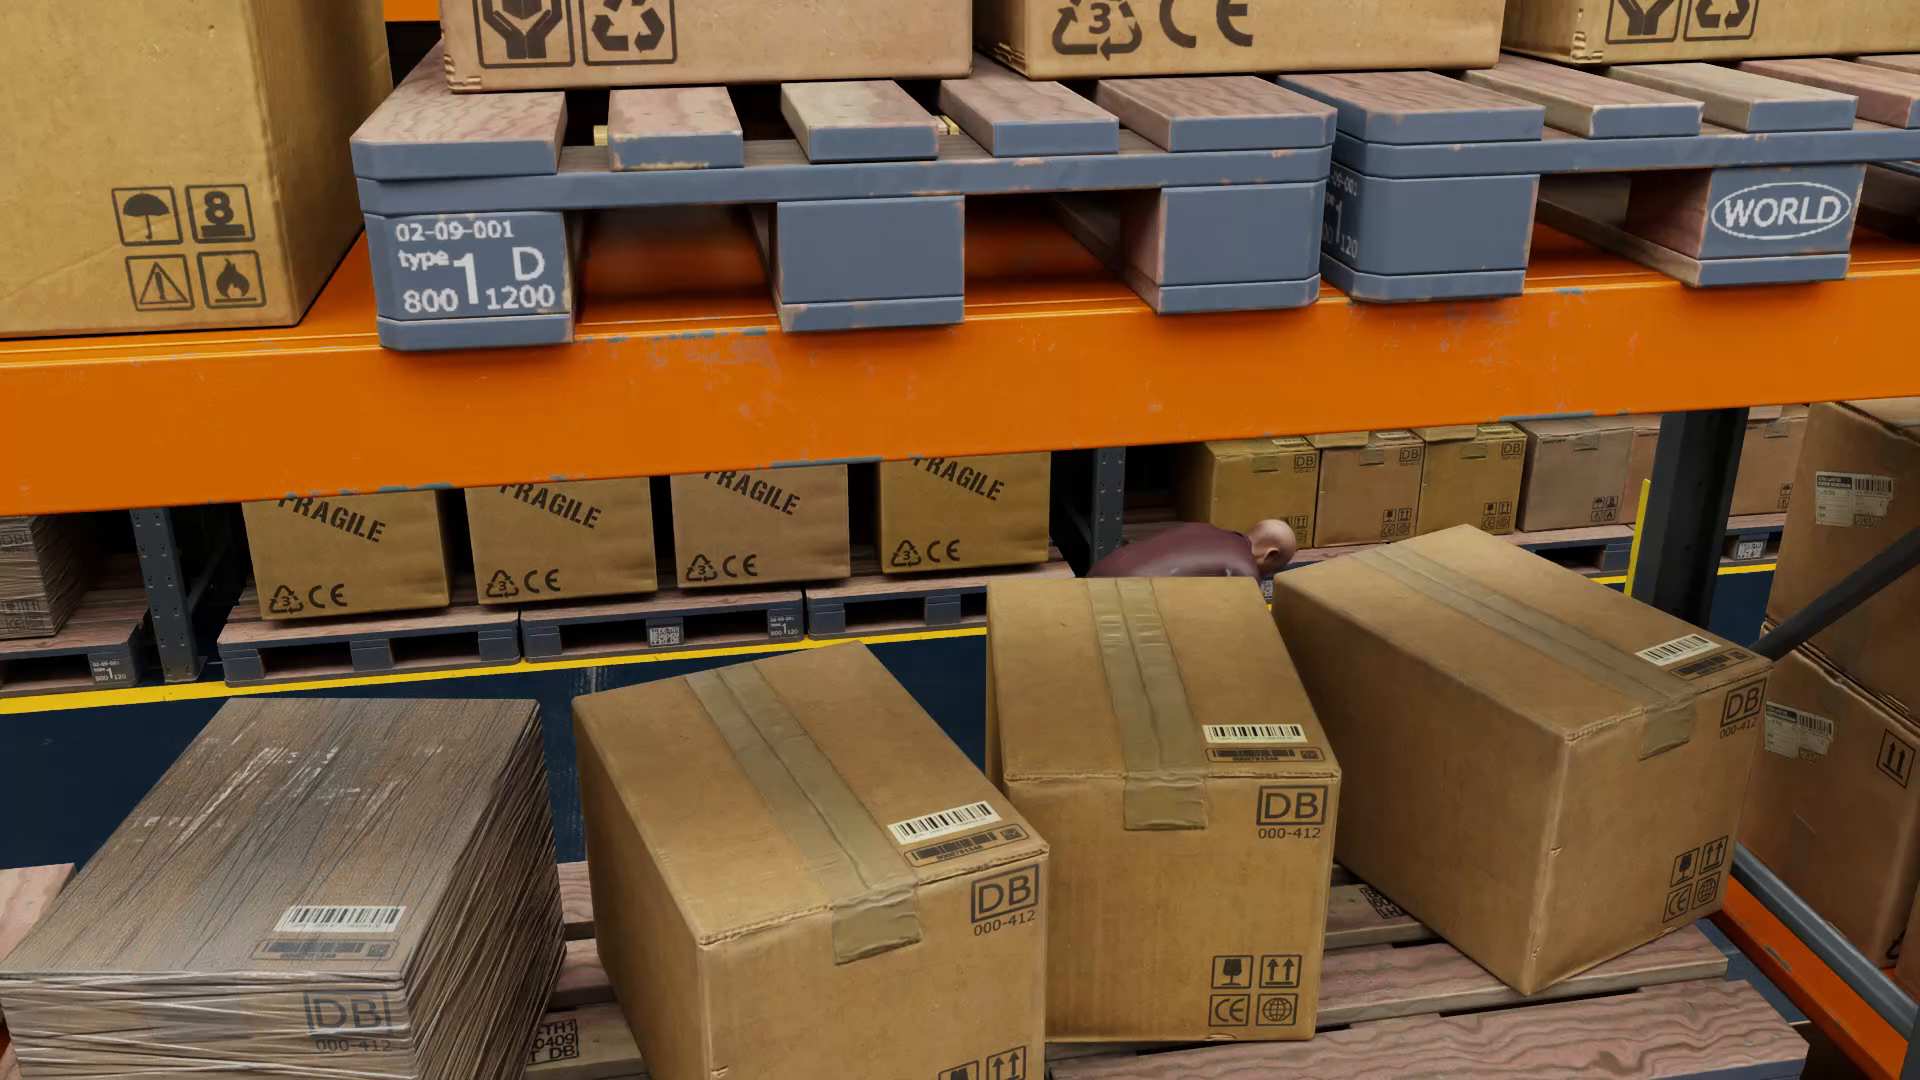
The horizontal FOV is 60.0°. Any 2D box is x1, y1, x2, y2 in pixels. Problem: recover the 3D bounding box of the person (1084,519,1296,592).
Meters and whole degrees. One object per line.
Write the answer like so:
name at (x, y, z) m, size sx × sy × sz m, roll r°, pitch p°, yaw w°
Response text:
person at (0.904, 0.352, 6.583) m, size 0.953 × 0.804 × 0.577 m, roll -7°, pitch 24°, yaw -16°
